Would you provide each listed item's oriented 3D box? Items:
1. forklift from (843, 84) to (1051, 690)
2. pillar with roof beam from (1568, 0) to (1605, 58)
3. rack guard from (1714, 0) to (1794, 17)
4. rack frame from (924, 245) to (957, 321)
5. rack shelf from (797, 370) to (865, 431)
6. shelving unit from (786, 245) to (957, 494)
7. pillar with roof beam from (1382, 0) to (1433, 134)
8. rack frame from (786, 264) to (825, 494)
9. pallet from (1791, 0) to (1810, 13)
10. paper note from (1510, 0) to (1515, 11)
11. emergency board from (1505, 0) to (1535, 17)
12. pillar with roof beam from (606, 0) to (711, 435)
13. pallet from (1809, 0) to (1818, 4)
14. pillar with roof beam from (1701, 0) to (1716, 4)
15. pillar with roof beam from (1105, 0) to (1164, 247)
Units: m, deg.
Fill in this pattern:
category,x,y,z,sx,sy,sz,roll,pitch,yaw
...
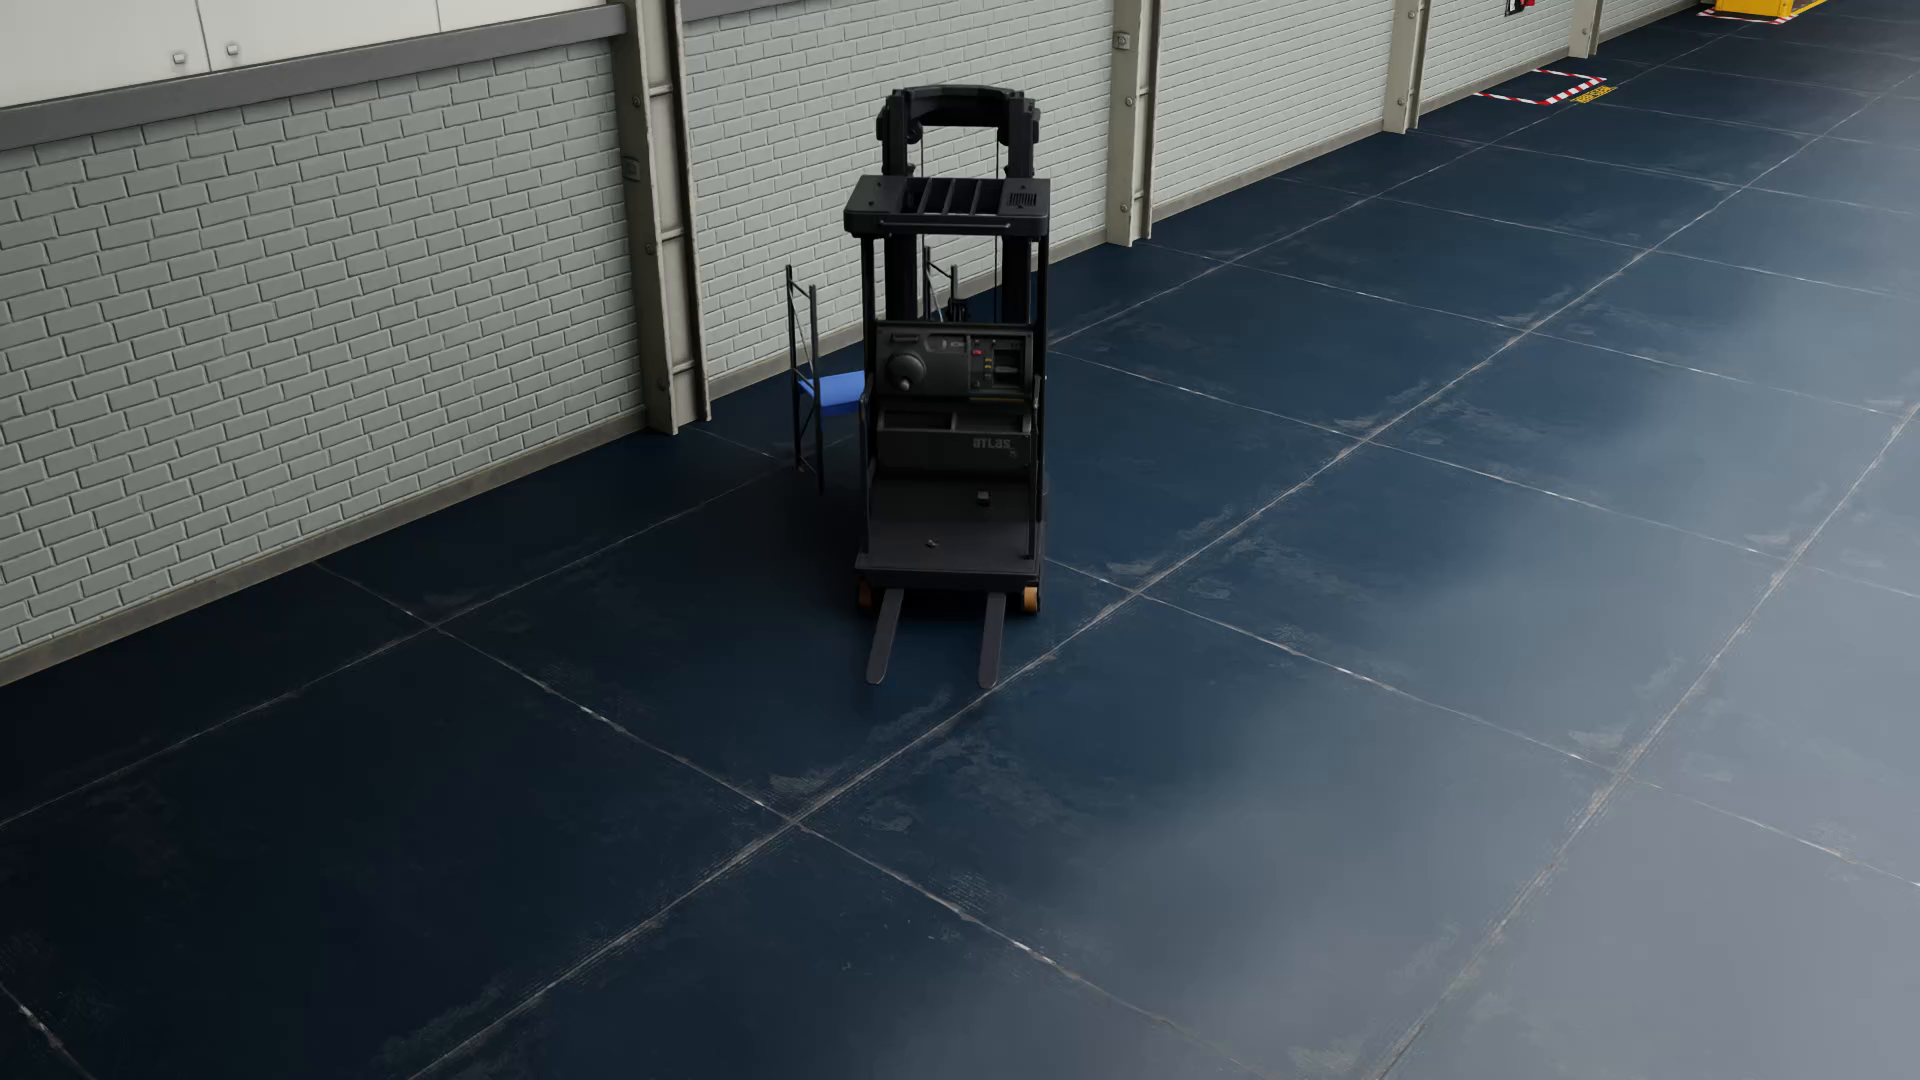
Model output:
category,x,y,z,sx,sy,sz,roll,pitch,yaw
forklift,-0.048,-1.016,9.657,1.130,2.935,3.031,2,27,4
pillar with roof beam,12.638,-10.016,20.449,9.100,9.000,0.400,21,34,34
rack guard,13.403,-9.152,28.030,1.175,0.500,0.348,21,34,34
rack frame,-0.136,-1.285,11.733,0.032,1.500,0.500,-12,30,-22
rack shelf,-0.596,-1.027,11.624,1.000,0.185,0.538,-12,30,-22
shelving unit,-0.596,-1.186,11.542,1.048,1.500,0.538,-12,30,-22
pillar with roof beam,8.822,-7.889,16.337,9.100,9.000,0.400,21,34,34
rack frame,-1.057,-1.088,11.351,0.032,1.500,0.500,-12,30,-22
pallet,13.947,-9.302,28.633,1.003,0.211,1.213,21,34,34
paper note,7.549,-7.311,22.708,0.016,0.148,0.142,21,34,34
emergency board,7.715,-7.744,22.588,0.194,1.169,0.643,21,34,34
pillar with roof beam,1.189,-3.634,8.113,9.100,9.000,0.400,21,34,34
pallet,14.724,-9.733,29.465,1.003,0.211,1.213,21,34,34
pillar with roof beam,16.455,-12.143,24.561,9.100,9.000,0.400,21,34,34
pillar with roof beam,5.005,-5.761,12.225,9.100,9.000,0.400,21,34,34
